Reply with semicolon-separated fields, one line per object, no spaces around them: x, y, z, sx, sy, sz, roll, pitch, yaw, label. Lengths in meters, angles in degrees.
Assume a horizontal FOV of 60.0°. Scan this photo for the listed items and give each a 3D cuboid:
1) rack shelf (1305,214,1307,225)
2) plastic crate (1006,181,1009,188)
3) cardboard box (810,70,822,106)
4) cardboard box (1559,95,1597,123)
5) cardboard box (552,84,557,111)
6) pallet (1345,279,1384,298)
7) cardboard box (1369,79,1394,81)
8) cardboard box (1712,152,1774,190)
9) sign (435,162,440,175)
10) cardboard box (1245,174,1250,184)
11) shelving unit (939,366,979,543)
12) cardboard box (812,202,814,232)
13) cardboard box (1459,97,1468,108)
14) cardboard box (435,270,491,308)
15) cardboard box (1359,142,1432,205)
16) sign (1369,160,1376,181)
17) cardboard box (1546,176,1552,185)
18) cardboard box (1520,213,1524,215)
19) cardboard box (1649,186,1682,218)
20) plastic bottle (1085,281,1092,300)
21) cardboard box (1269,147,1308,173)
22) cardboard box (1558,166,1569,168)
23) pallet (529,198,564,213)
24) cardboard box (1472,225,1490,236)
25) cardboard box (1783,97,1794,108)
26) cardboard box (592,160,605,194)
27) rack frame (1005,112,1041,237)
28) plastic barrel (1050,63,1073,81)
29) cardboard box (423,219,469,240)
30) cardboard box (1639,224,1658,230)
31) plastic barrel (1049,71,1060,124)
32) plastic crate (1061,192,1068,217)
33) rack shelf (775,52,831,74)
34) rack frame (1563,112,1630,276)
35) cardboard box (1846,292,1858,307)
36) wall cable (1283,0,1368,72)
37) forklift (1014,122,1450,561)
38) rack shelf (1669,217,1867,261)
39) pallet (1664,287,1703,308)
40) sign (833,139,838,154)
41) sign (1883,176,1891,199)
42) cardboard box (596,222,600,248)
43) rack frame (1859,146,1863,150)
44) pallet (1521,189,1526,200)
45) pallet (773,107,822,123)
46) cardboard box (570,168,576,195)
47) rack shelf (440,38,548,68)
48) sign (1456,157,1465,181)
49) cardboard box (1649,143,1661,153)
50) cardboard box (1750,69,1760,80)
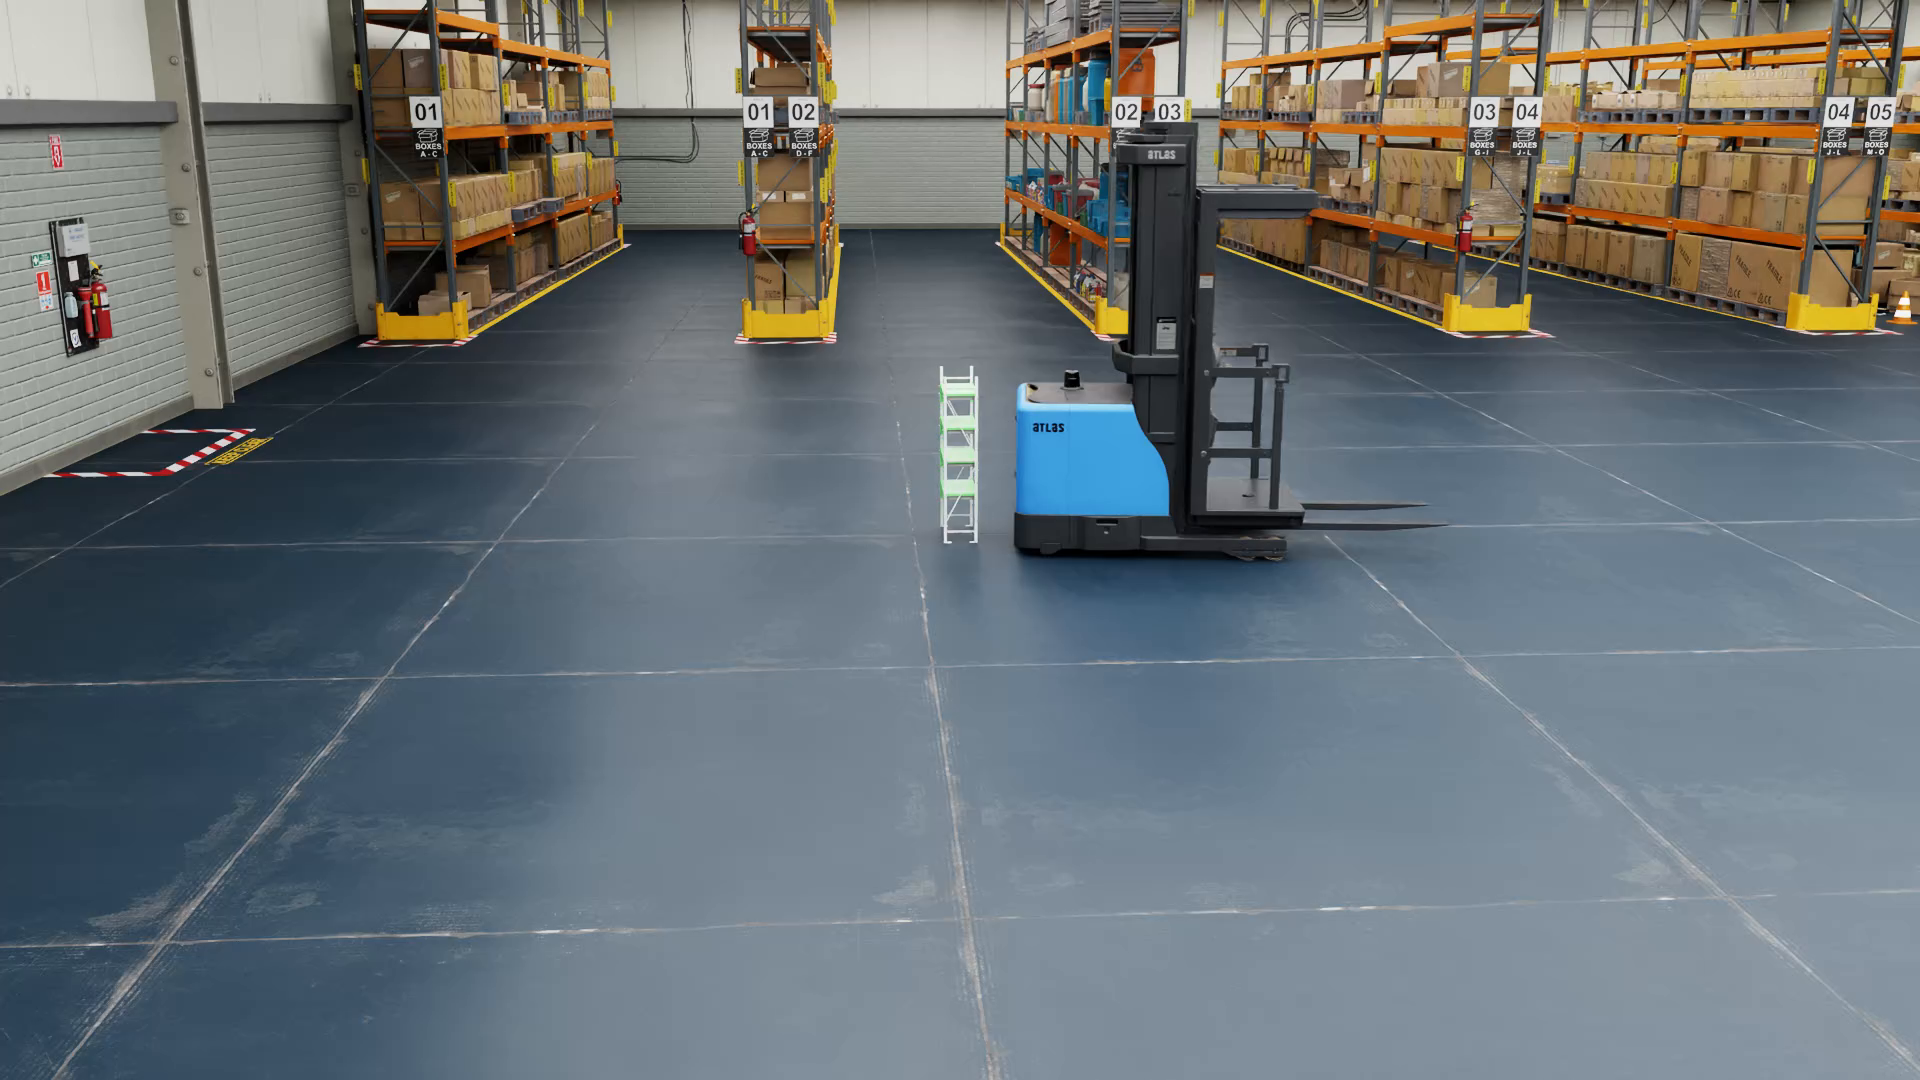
6.866;-6.572;32.992;1.077;0.370;4.000;-1;14;-3;rack shelf
1.175;-8.090;37.857;0.250;0.136;0.298;-1;14;-3;plastic crate
-2.232;-6.471;23.812;0.500;0.500;0.500;-1;14;-3;cardboard box
11.658;-8.113;31.320;0.500;0.500;0.500;-1;14;-3;cardboard box
-8.079;-8.419;31.624;0.700;0.500;0.500;-1;14;-3;cardboard box
7.188;-4.271;28.203;1.003;0.211;1.213;-1;14;-3;pallet
7.327;-7.801;29.100;0.500;0.500;0.500;-1;14;-2;cardboard box
12.229;-5.711;25.736;0.875;0.550;0.550;-1;14;-3;cardboard box
-8.148;-5.750;26.030;0.100;0.325;0.005;-1;14;-3;sign
6.418;-7.723;35.729;0.500;0.250;0.500;0;14;-2;cardboard box
-0.010;-0.622;12.037;0.258;1.200;0.503;-1;14;-3;shelving unit
-2.481;-4.700;24.073;0.700;0.500;0.500;-1;14;-3;cardboard box
7.157;-6.071;23.082;0.380;0.149;0.250;-1;14;-3;cardboard box
-7.330;-3.705;24.539;0.700;0.500;0.500;-2;15;-7;cardboard box
7.328;-6.122;27.752;1.000;1.000;1.000;-1;14;-3;cardboard box
6.684;-5.979;26.922;0.100;0.325;0.005;-1;14;-3;sign
11.443;-6.882;31.819;0.380;0.149;0.250;0;14;-1;cardboard box
11.481;-6.637;34.471;0.500;0.250;0.500;-2;15;-6;cardboard box
11.895;-5.654;27.779;0.500;0.500;0.500;-1;14;-4;cardboard box
1.994;-3.798;25.352;0.152;0.276;0.135;-1;14;-5;plastic bottle
6.790;-7.793;34.082;0.797;0.503;0.637;-1;14;-5;cardboard box
12.028;-7.289;32.803;0.380;0.149;0.250;0;14;-2;cardboard box
-7.691;-5.925;29.419;1.213;0.211;1.003;-1;14;-3;pallet
7.262;-4.379;23.531;0.380;0.149;0.250;-1;14;-3;cardboard box
12.052;-6.271;23.822;0.380;0.149;0.250;-1;14;-3;cardboard box
-8.201;-7.831;35.841;0.980;0.700;0.700;-2;15;-6;cardboard box
1.551;-8.336;38.405;1.000;3.000;0.127;-1;14;-3;rack frame
2.057;-8.818;32.410;0.600;0.901;0.708;-1;14;-3;plastic barrel
-7.059;-4.267;22.852;0.500;0.250;0.500;-1;14;-5;cardboard box
16.526;-7.365;38.932;0.875;0.438;0.875;-1;14;-5;cardboard box
1.881;-7.834;29.429;0.600;0.901;0.600;0;14;0;plastic barrel
1.915;-5.613;27.855;0.392;0.384;0.575;-1;14;-3;plastic crate
-3.022;-9.131;31.704;1.077;0.370;4.000;-1;14;-3;rack shelf
11.947;-6.474;31.169;1.000;3.000;0.127;-1;14;-3;rack frame
14.139;-3.756;26.093;0.396;0.266;0.258;2;15;6;cardboard box
9.584;-14.335;43.226;2.277;5.999;0.120;-1;14;-3;wall cable
1.905;-1.409;11.620;3.031;2.935;1.130;1;14;2;forklift
12.318;-4.634;25.459;1.077;0.370;4.000;-1;14;-3;rack shelf
12.163;-3.939;26.911;1.003;0.211;1.213;-1;14;-3;pallet
-2.838;-8.978;37.942;0.100;0.325;0.005;-1;14;-3;sign
12.996;-4.949;23.346;0.100;0.325;0.005;-1;14;-3;sign
-8.061;-6.494;35.418;0.700;0.500;0.500;-1;14;-4;cardboard box
21.339;-8.643;39.598;1.000;3.000;0.127;-1;14;-3;rack frame
11.783;-6.873;33.104;1.003;0.211;1.213;-1;14;-3;pallet
-2.420;-5.867;22.968;1.003;0.211;1.213;-1;14;-3;pallet
-7.709;-6.904;32.000;0.500;0.500;0.500;0;14;-2;cardboard box
-7.718;-8.059;27.537;1.077;0.370;4.000;-1;14;-3;rack shelf
6.930;-5.143;23.039;0.100;0.325;0.005;-1;14;-3;sign
16.170;-8.846;38.180;0.500;0.500;0.500;-1;14;-5;cardboard box
11.988;-6.912;24.710;0.380;0.149;0.250;-1;14;-3;cardboard box
